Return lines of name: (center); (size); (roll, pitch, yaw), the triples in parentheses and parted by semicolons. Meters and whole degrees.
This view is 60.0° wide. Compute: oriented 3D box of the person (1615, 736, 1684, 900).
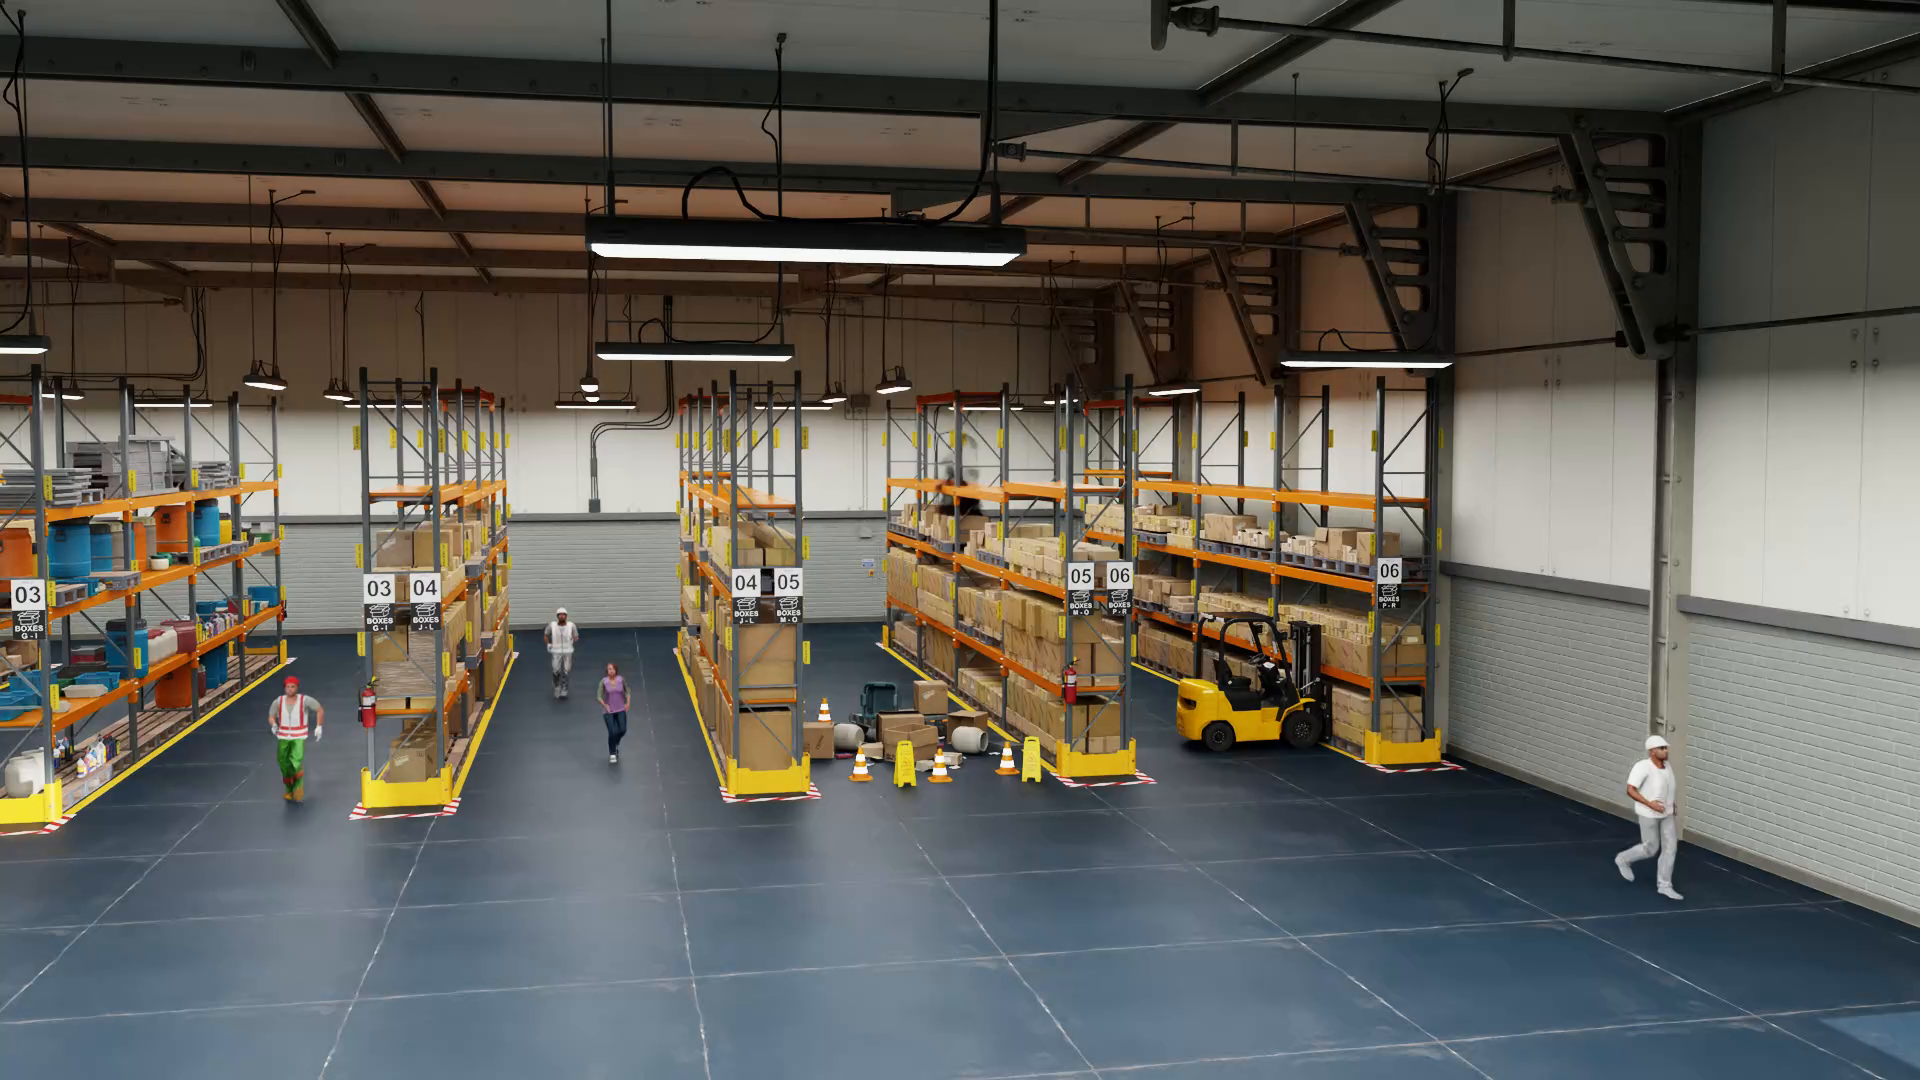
person: (7.662, 3.035, 18.426); (0.703, 1.758, 0.853); (-2, 4, -25)

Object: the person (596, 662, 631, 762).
person: (-5.381, 2.686, 25.904); (0.550, 1.561, 0.478); (-1, 4, -20)

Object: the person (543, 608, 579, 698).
person: (-7.717, 2.201, 32.221); (0.664, 1.759, 0.626); (-1, 4, -16)

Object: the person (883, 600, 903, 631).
person: (-1.657, 1.670, 41.734); (0.535, 1.705, 0.746); (0, 3, -6)

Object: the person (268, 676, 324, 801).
person: (-9.204, 2.745, 22.975); (0.695, 1.742, 0.690); (0, 3, -6)
